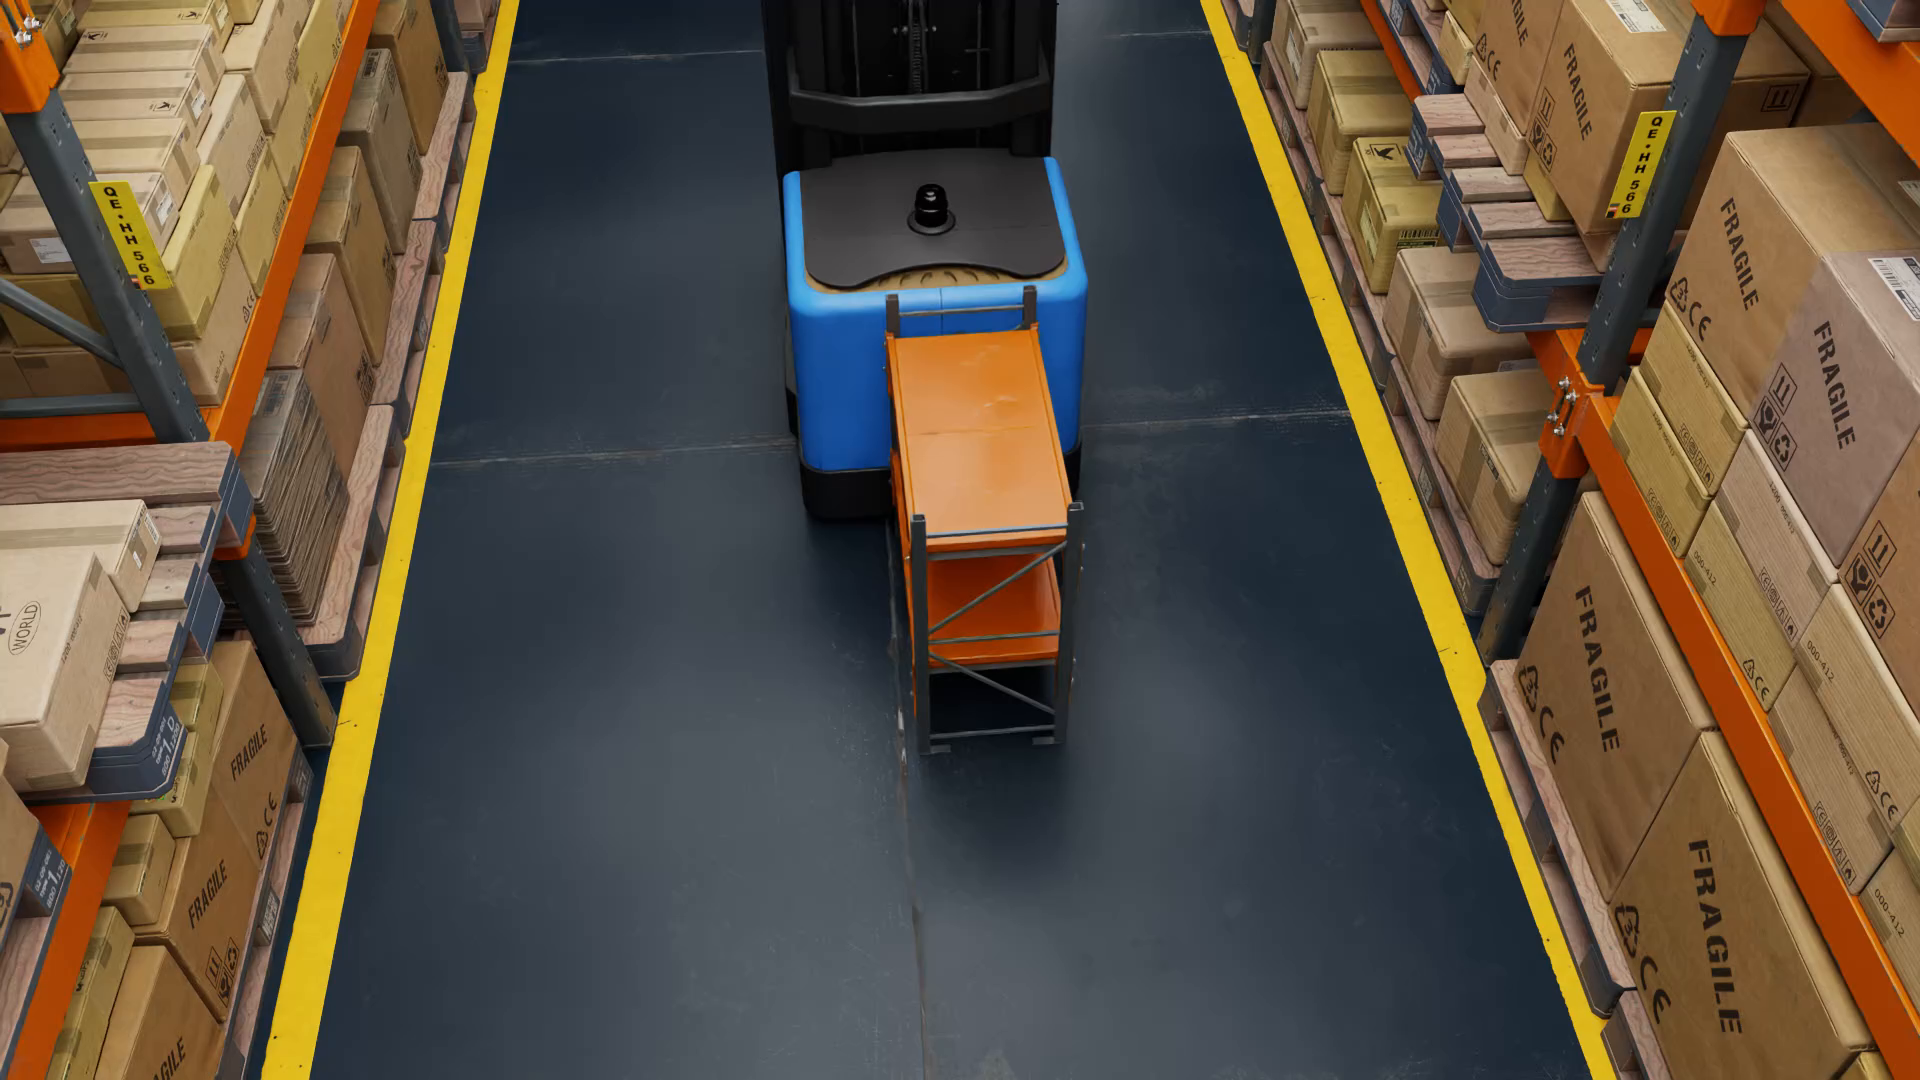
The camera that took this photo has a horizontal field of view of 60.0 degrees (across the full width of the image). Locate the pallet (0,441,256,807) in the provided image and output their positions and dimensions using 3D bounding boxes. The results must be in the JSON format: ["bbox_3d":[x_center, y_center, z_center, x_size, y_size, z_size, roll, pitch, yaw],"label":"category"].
[{"bbox_3d":[-2.488,0.204,4.123,1.213,0.211,1.003,-3,47,-3],"label":"pallet"}]

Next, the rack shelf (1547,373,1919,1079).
[{"bbox_3d":[2.499,1.042,3.693,1.077,0.370,4.000,-3,47,-3],"label":"rack shelf"}]

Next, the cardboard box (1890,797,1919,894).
[{"bbox_3d":[2.228,0.712,3.269,0.500,0.250,0.500,-3,47,-3],"label":"cardboard box"}]

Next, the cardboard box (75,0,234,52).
[{"bbox_3d":[-2.504,-1.600,5.183,0.380,0.149,0.250,-3,47,-3],"label":"cardboard box"}]

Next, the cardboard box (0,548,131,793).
[{"bbox_3d":[-2.204,0.303,3.711,0.500,0.250,0.500,-5,47,-5],"label":"cardboard box"}]

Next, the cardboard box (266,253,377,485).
[{"bbox_3d":[-2.716,-0.600,6.099,0.875,0.625,0.625,-2,47,-2],"label":"cardboard box"}]

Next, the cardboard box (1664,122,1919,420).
[{"bbox_3d":[2.129,-0.659,4.050,0.500,0.500,0.500,-5,47,-5],"label":"cardboard box"}]

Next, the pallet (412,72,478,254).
[{"bbox_3d":[-2.849,-1.752,7.764,1.003,0.211,1.213,-3,47,-3],"label":"pallet"}]

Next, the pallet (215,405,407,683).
[{"bbox_3d":[-2.645,0.013,6.092,1.003,0.211,1.213,-3,47,-3],"label":"pallet"}]

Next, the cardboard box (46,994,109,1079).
[{"bbox_3d":[-2.291,1.249,3.987,0.380,0.149,0.250,-4,47,-4],"label":"cardboard box"}]

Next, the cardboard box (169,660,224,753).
[{"bbox_3d":[-2.321,0.486,4.709,0.380,0.149,0.250,-6,47,-5],"label":"cardboard box"}]

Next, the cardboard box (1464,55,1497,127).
[{"bbox_3d":[1.896,-1.485,5.474,0.380,0.149,0.250,-5,47,-5],"label":"cardboard box"}]

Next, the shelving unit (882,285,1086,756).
[{"bbox_3d":[0.056,-0.061,5.533,0.538,1.125,1.048,-4,47,-4],"label":"shelving unit"}]

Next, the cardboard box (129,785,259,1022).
[{"bbox_3d":[-2.334,1.023,4.648,0.500,0.500,0.500,-4,47,-4],"label":"cardboard box"}]

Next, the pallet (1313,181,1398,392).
[{"bbox_3d":[2.168,-1.140,7.184,1.003,0.211,1.213,-3,47,-3],"label":"pallet"}]

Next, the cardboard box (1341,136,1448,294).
[{"bbox_3d":[2.166,-1.385,7.016,0.950,0.372,0.625,-2,47,-2],"label":"cardboard box"}]

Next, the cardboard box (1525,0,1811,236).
[{"bbox_3d":[2.016,-1.245,4.801,0.500,0.500,0.500,-5,47,-4],"label":"cardboard box"}]

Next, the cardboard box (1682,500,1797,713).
[{"bbox_3d":[2.182,0.139,4.156,0.500,0.250,0.500,-5,47,-4],"label":"cardboard box"}]

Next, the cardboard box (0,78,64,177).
[{"bbox_3d":[-2.974,-1.146,5.029,0.500,0.250,0.500,-3,47,-3],"label":"cardboard box"}]

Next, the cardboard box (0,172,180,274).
[{"bbox_3d":[-2.348,-0.854,4.477,0.380,0.149,0.250,-2,47,-2],"label":"cardboard box"}]

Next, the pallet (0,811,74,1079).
[{"bbox_3d":[-2.447,1.125,3.251,1.003,0.211,1.213,-3,47,-3],"label":"pallet"}]

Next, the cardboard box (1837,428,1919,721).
[{"bbox_3d":[2.208,0.075,3.356,0.500,0.500,0.500,-2,47,-2],"label":"cardboard box"}]

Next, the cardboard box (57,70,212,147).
[{"bbox_3d":[-2.419,-1.231,4.835,0.380,0.149,0.250,-2,47,-2],"label":"cardboard box"}]

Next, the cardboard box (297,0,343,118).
[{"bbox_3d":[-2.537,-1.744,5.939,0.500,0.250,0.500,-2,47,-2],"label":"cardboard box"}]

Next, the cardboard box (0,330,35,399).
[{"bbox_3d":[-2.907,-0.606,4.861,0.500,0.250,0.500,-4,47,-4],"label":"cardboard box"}]

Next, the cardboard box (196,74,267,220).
[{"bbox_3d":[-2.449,-1.166,5.048,0.500,0.250,0.500,-2,47,-2],"label":"cardboard box"}]

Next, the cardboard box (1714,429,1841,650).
[{"bbox_3d":[2.170,-0.017,3.959,0.500,0.250,0.500,-2,47,-2],"label":"cardboard box"}]

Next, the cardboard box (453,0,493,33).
[{"bbox_3d":[-2.660,-2.811,8.451,0.500,0.250,0.500,-3,47,-3],"label":"cardboard box"}]

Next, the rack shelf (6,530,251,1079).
[{"bbox_3d":[-2.447,1.346,3.404,1.077,0.370,4.000,-3,47,-3],"label":"rack shelf"}]

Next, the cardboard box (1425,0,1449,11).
[{"bbox_3d":[1.861,-2.049,6.009,0.380,0.149,0.250,-5,47,-5],"label":"cardboard box"}]

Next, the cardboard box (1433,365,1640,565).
[{"bbox_3d":[2.294,-0.302,5.991,0.950,0.372,0.625,-6,47,-6],"label":"cardboard box"}]

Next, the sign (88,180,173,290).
[{"bbox_3d":[-2.075,-0.759,4.160,0.100,0.325,0.005,-3,47,-3],"label":"sign"}]

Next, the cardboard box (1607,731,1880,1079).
[{"bbox_3d":[2.377,1.084,4.331,0.875,0.875,0.875,-3,47,-3],"label":"cardboard box"}]

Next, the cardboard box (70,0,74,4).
[{"bbox_3d":[-3.076,-1.745,5.321,0.380,0.149,0.250,-4,47,-4],"label":"cardboard box"}]

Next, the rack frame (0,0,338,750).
[{"bbox_3d":[-2.615,-0.348,4.514,1.000,3.000,0.127,-3,47,-3],"label":"rack frame"}]

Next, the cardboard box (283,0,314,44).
[{"bbox_3d":[-2.543,-1.914,5.756,0.500,0.250,0.500,-3,47,-3],"label":"cardboard box"}]

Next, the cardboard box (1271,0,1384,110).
[{"bbox_3d":[2.043,-2.408,7.985,0.950,0.372,0.625,-3,47,-3],"label":"cardboard box"}]

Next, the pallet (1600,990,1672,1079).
[{"bbox_3d":[2.421,1.762,4.436,1.003,0.211,1.213,-3,47,-3],"label":"pallet"}]

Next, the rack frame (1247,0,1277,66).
[{"bbox_3d":[1.996,-3.546,7.543,1.000,3.000,0.127,-3,47,-3],"label":"rack frame"}]

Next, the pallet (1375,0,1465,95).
[{"bbox_3d":[2.125,-2.016,6.226,1.003,0.211,1.213,-3,47,-3],"label":"pallet"}]

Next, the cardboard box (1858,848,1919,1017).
[{"bbox_3d":[2.265,0.876,3.458,0.500,0.250,0.500,-3,47,-3],"label":"cardboard box"}]

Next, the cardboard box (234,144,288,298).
[{"bbox_3d":[-2.446,-0.996,5.231,0.500,0.250,0.500,-4,47,-4],"label":"cardboard box"}]

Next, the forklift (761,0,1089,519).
[{"bbox_3d":[-0.211,-2.161,6.278,1.130,2.935,3.031,-4,47,-4],"label":"forklift"}]

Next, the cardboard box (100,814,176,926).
[{"bbox_3d":[-2.289,0.875,4.341,0.380,0.149,0.250,-5,47,-5],"label":"cardboard box"}]

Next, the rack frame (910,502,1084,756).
[{"bbox_3d":[0.107,0.306,5.185,0.500,1.125,0.032,-4,47,-4],"label":"rack frame"}]

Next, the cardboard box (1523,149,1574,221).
[{"bbox_3d":[1.975,-1.123,5.131,0.380,0.149,0.250,-3,47,-3],"label":"cardboard box"}]

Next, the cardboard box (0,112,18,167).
[{"bbox_3d":[-2.938,-1.202,4.807,0.380,0.149,0.250,-4,47,-3],"label":"cardboard box"}]

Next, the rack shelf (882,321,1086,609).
[{"bbox_3d":[0.056,-0.262,5.321,0.538,0.278,1.000,-4,47,-4],"label":"rack shelf"}]

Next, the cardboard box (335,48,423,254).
[{"bbox_3d":[-2.838,-1.631,7.075,0.875,0.625,0.625,-4,47,-4],"label":"cardboard box"}]

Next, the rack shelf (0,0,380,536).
[{"bbox_3d":[-2.782,-1.548,6.145,1.077,0.370,4.000,-3,47,-3],"label":"rack shelf"}]

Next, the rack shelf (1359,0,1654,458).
[{"bbox_3d":[2.164,-1.852,6.433,1.077,0.370,4.000,-3,47,-3],"label":"rack shelf"}]

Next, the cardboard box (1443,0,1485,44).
[{"bbox_3d":[1.918,-1.984,5.500,0.500,0.500,0.500,-6,47,-6],"label":"cardboard box"}]
